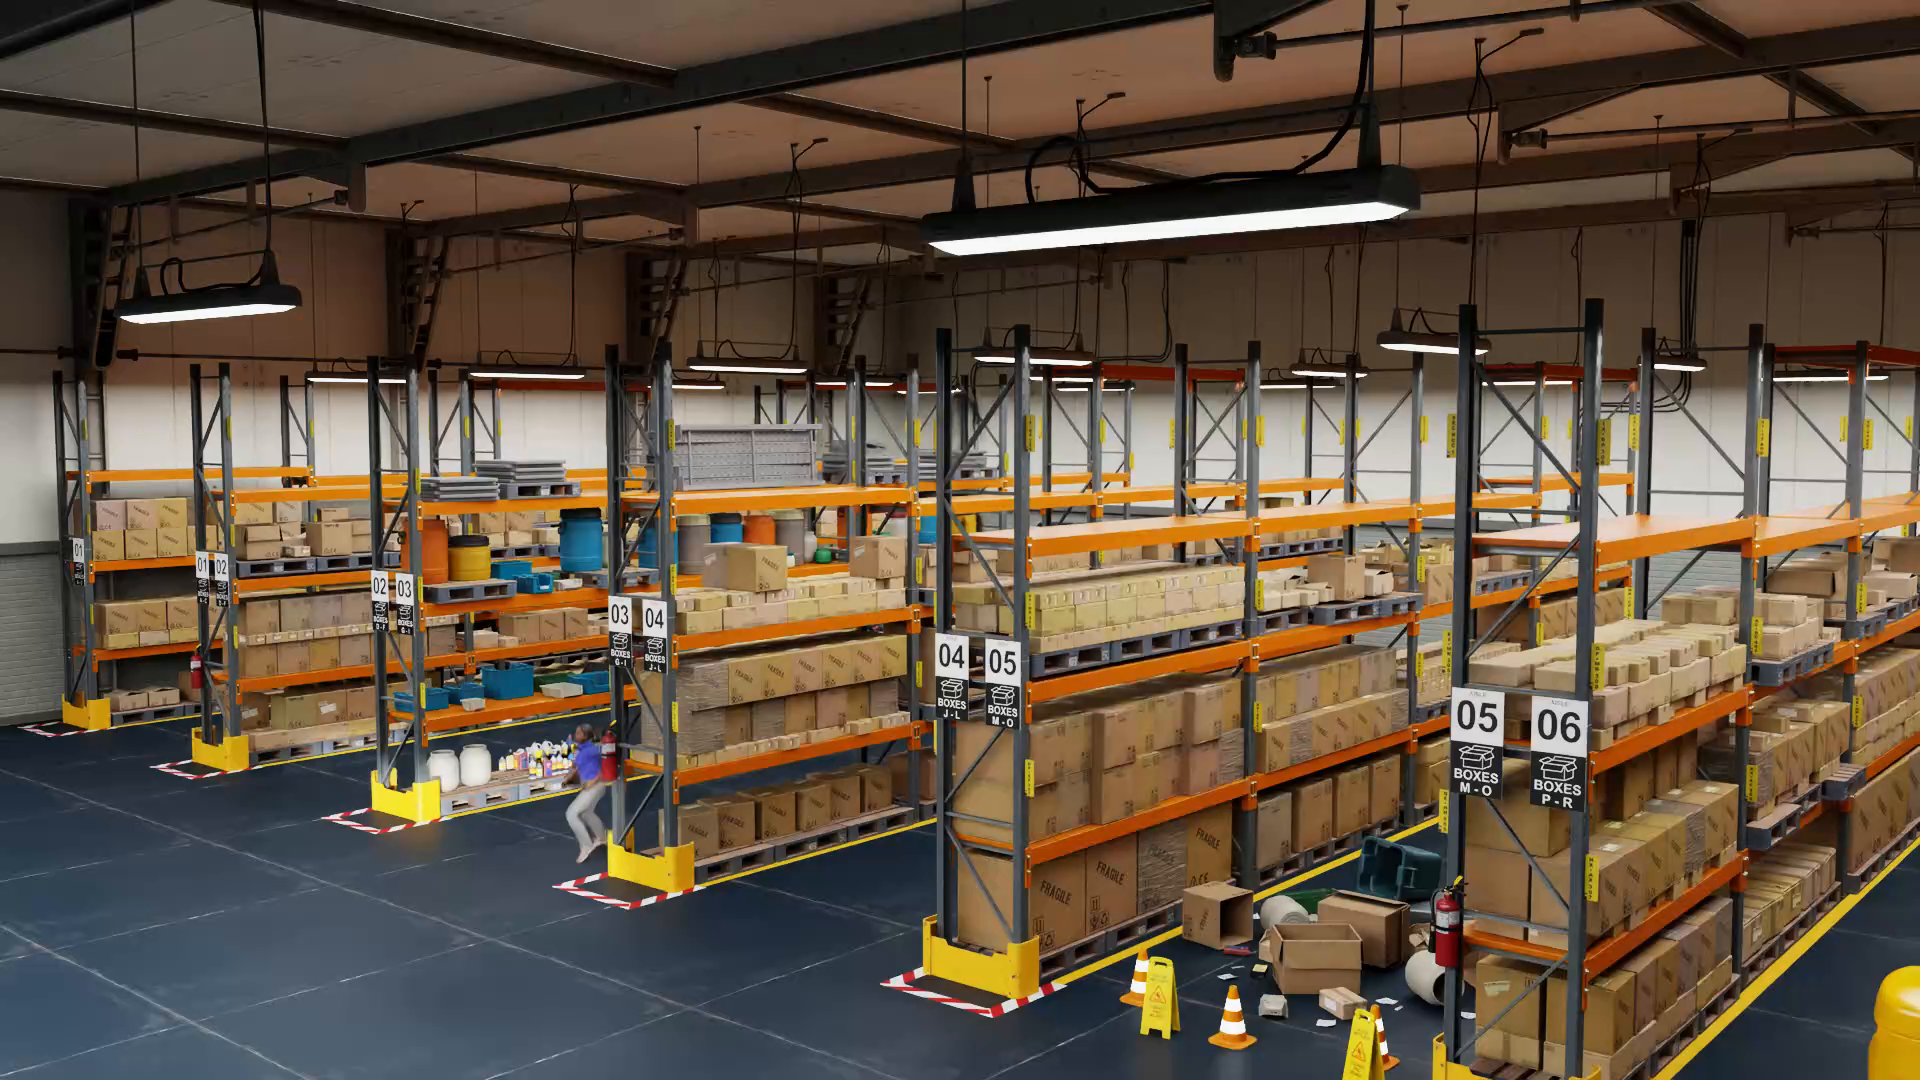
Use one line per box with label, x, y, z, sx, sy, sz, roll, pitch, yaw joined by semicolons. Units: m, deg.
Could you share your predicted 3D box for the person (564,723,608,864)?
person;-4.383;3.007;19.678;0.690;1.520;0.781;-3;5;-31
